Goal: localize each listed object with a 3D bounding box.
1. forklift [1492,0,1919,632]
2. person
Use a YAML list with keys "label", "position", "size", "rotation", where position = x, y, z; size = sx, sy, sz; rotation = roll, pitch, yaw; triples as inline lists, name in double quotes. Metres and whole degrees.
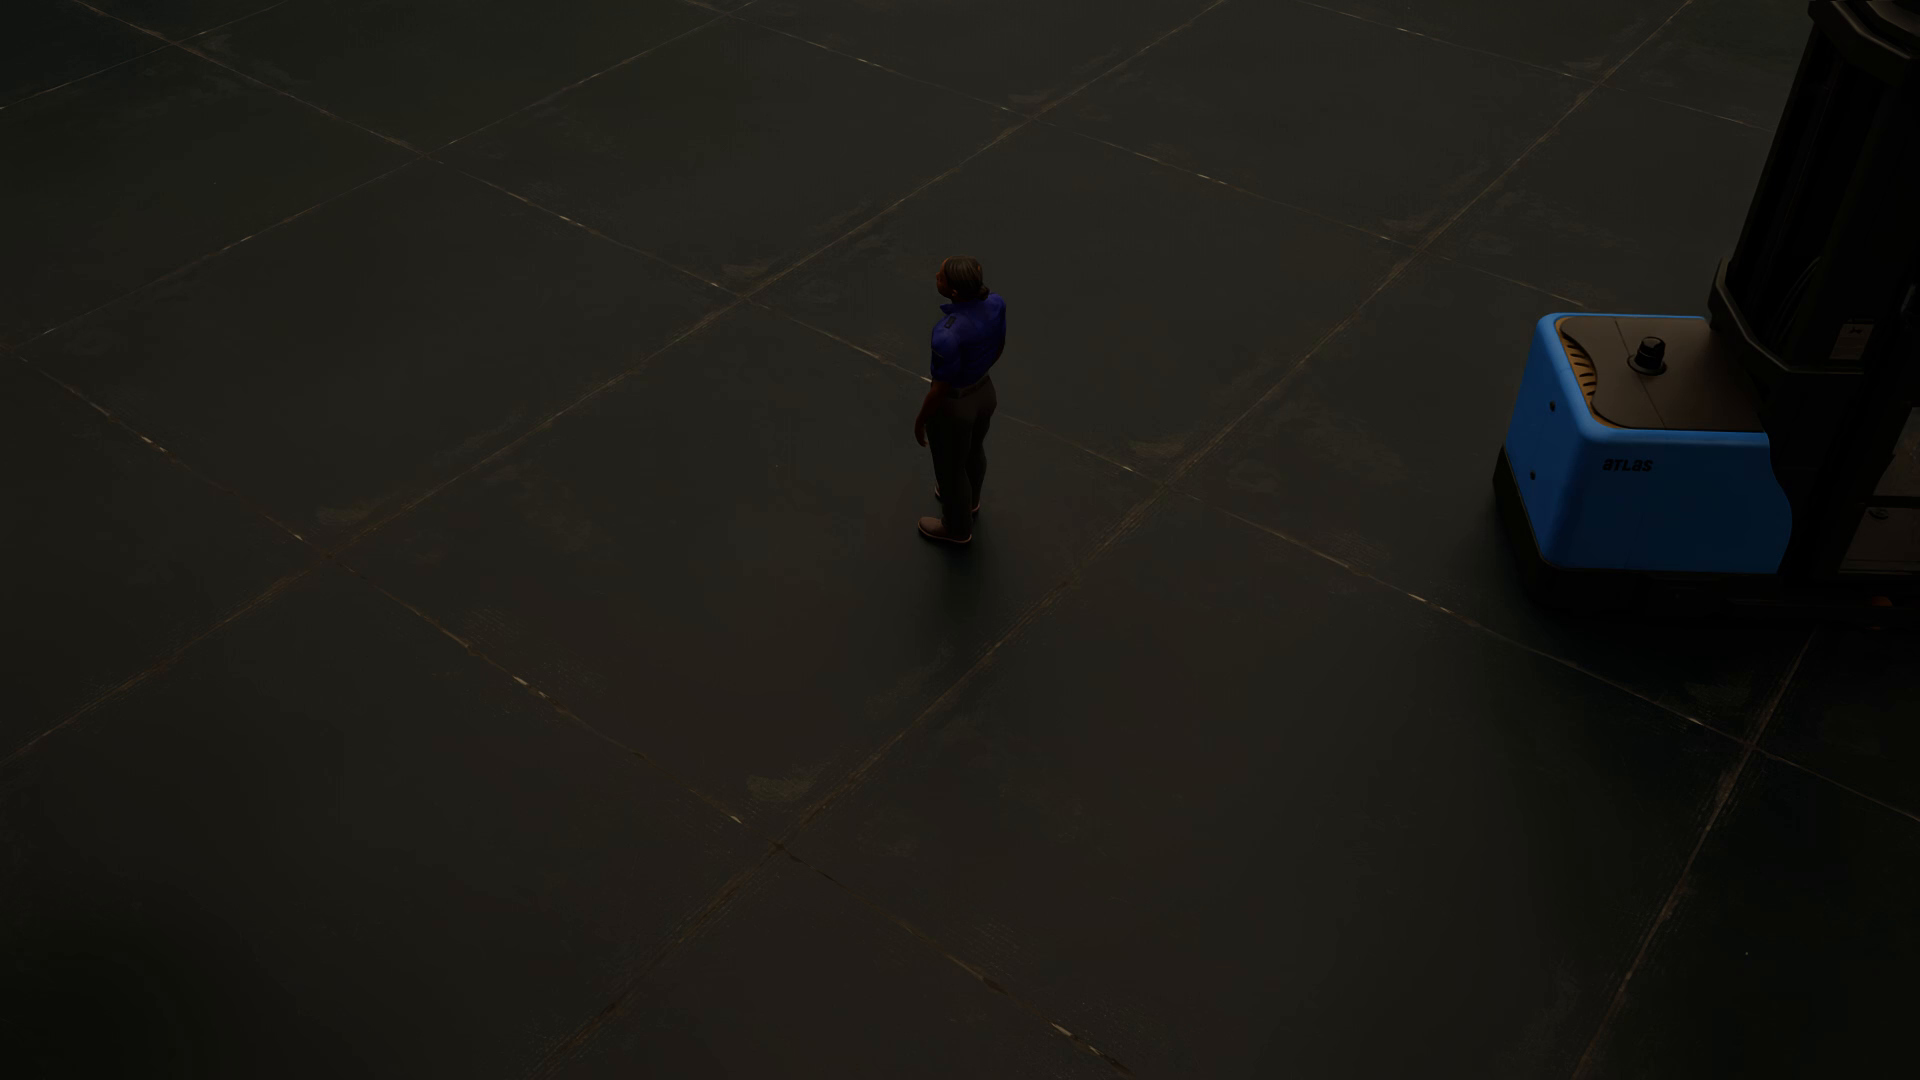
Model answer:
- label: "forklift"
  position: [4.239, -1.039, 7.293]
  size: [3.031, 2.935, 1.130]
  rotation: [2, 40, 2]
- label: "person"
  position: [-0.057, -0.680, 7.845]
  size: [0.504, 1.654, 0.569]
  rotation: [26, 47, 28]
